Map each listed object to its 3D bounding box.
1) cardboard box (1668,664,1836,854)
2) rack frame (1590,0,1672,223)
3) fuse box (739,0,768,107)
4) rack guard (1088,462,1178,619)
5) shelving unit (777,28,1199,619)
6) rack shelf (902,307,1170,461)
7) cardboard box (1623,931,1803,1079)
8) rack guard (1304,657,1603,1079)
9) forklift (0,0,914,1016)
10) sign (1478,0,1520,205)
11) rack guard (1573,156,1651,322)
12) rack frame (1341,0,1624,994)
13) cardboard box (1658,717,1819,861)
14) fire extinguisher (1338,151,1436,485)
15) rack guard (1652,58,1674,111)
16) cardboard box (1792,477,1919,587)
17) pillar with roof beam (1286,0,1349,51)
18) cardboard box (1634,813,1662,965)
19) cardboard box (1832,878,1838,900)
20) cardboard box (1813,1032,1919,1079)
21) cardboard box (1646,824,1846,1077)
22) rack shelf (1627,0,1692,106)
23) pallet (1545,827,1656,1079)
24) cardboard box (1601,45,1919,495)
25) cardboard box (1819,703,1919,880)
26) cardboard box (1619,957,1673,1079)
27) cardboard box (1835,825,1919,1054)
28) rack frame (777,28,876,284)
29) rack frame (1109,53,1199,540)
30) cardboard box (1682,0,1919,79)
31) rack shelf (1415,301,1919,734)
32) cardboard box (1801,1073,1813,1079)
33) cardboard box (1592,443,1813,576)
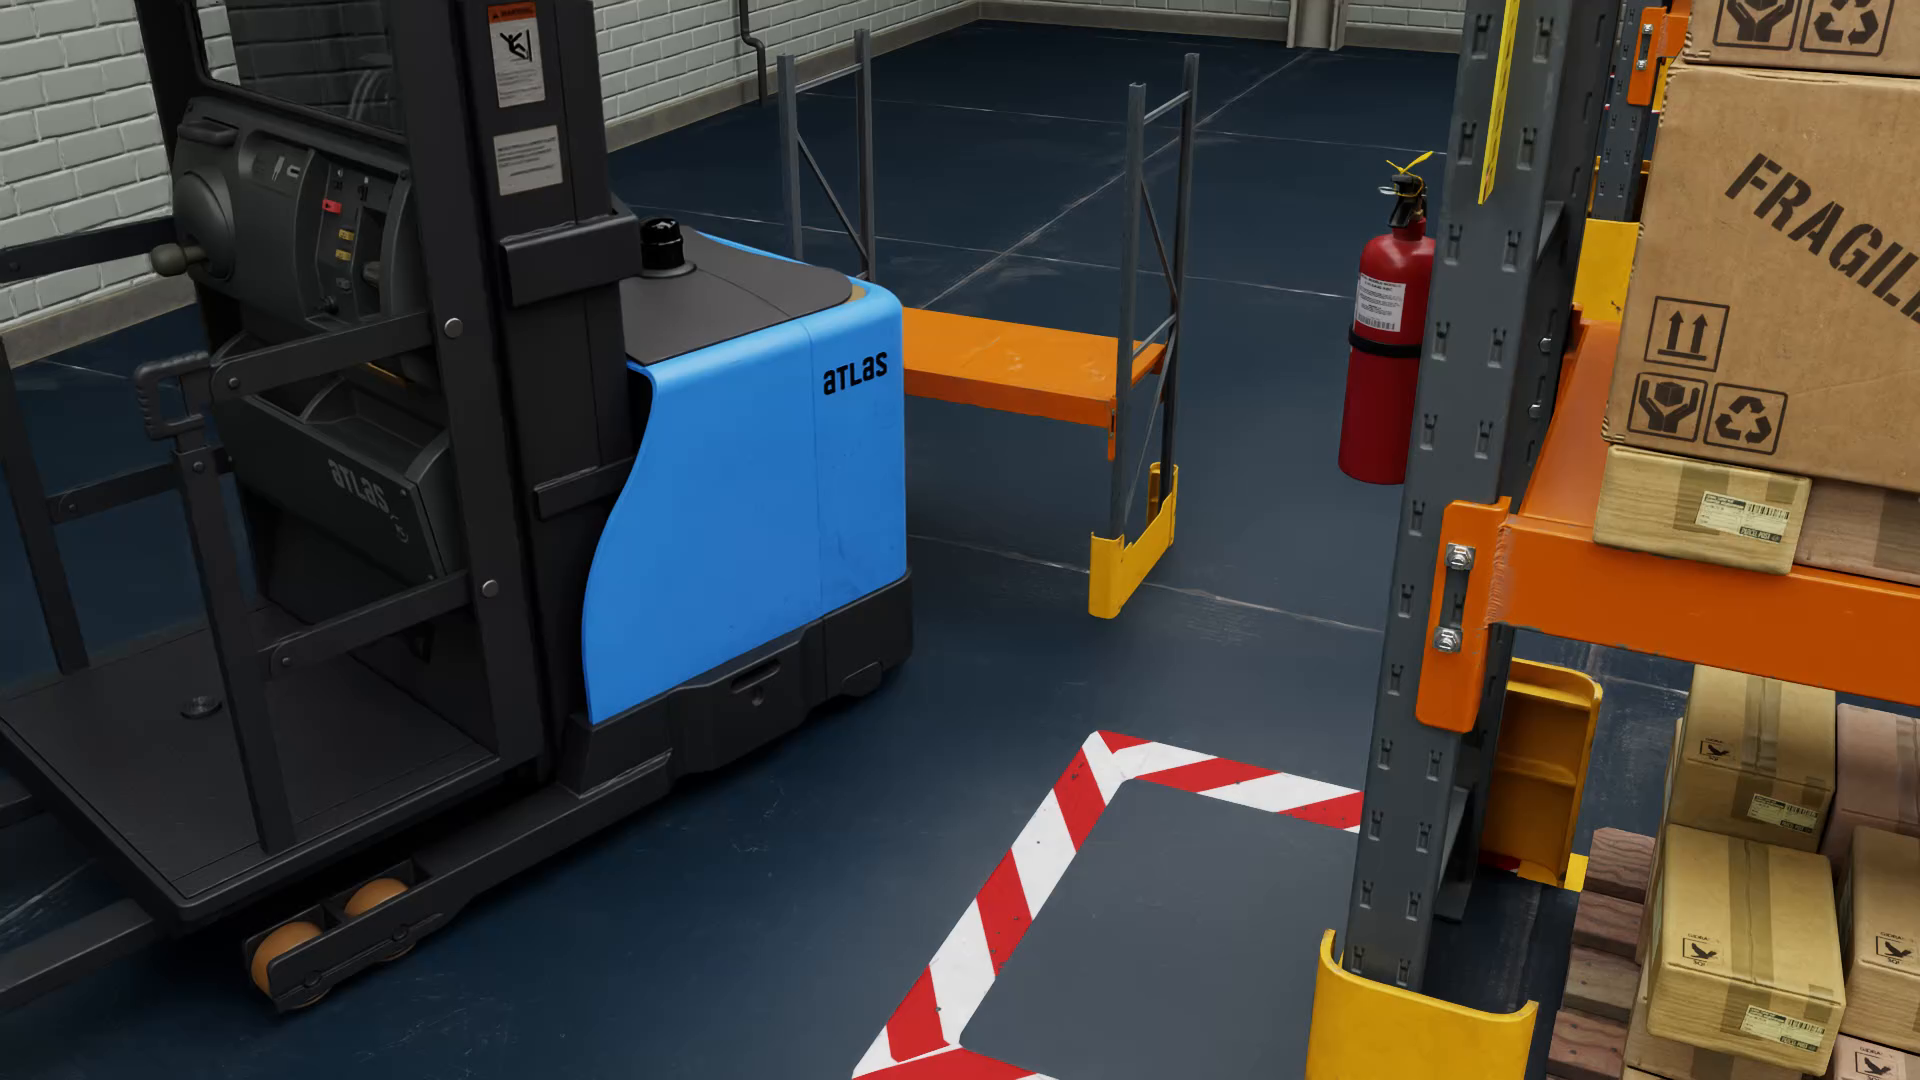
[{"bbox_3d":[1.488,0.401,3.118,0.250,0.149,0.380,12,29,22],"label":"cardboard box"},{"bbox_3d":[2.858,-2.427,6.783,0.127,3.000,1.000,11,28,22],"label":"rack frame"},{"bbox_3d":[-1.282,-3.688,10.804,0.414,1.711,0.539,11,28,22],"label":"fuse box"},{"bbox_3d":[0.523,-0.007,4.982,0.087,0.250,0.587,11,28,22],"label":"rack guard"},{"bbox_3d":[0.069,-0.659,4.890,1.083,1.500,0.587,11,28,22],"label":"shelving unit"},{"bbox_3d":[0.078,-0.496,4.966,1.000,0.185,0.538,11,28,22],"label":"rack shelf"},{"bbox_3d":[1.272,0.738,2.769,0.250,0.149,0.380,13,29,24],"label":"cardboard box"},{"bbox_3d":[0.970,0.718,3.226,0.348,0.500,1.175,11,28,22],"label":"rack guard"},{"bbox_3d":[-1.500,-0.631,3.214,1.130,2.935,3.031,23,34,38],"label":"forklift"},{"bbox_3d":[0.677,-0.588,2.068,0.005,0.325,0.100,11,28,22],"label":"sign"},{"bbox_3d":[2.836,-1.309,7.344,0.348,0.500,1.175,11,28,22],"label":"rack guard"},{"bbox_3d":[0.901,-0.418,2.702,0.127,3.000,1.000,11,28,22],"label":"rack frame"},{"bbox_3d":[1.500,0.521,3.211,0.250,0.149,0.380,11,28,20],"label":"cardboard box"},{"bbox_3d":[0.863,-0.447,3.272,0.183,0.674,0.296,11,28,22],"label":"fire extinguisher"},{"bbox_3d":[4.979,-3.288,11.362,0.348,0.500,1.175,11,28,22],"label":"rack guard"},{"bbox_3d":[1.309,-0.084,2.309,0.250,0.149,0.380,12,29,24],"label":"cardboard box"},{"bbox_3d":[1.046,-6.239,7.734,0.400,9.000,9.100,11,28,22],"label":"pillar with roof beam"},{"bbox_3d":[1.467,0.685,3.214,0.250,0.149,0.380,12,29,23],"label":"cardboard box"},{"bbox_3d":[1.715,0.591,3.070,0.250,0.149,0.380,11,28,21],"label":"cardboard box"},{"bbox_3d":[1.498,0.811,2.622,0.250,0.149,0.380,11,28,22],"label":"cardboard box"},{"bbox_3d":[1.238,0.638,2.636,0.250,0.149,0.380,10,28,19],"label":"cardboard box"},{"bbox_3d":[4.679,-1.738,6.199,4.000,0.370,1.077,11,28,22],"label":"rack shelf"},{"bbox_3d":[1.695,1.010,2.960,1.213,0.211,1.003,11,28,22],"label":"pallet"},{"bbox_3d":[1.196,-0.403,2.222,0.500,0.500,0.500,13,29,24],"label":"cardboard box"},{"bbox_3d":[1.693,0.470,2.978,0.250,0.149,0.380,12,29,23],"label":"cardboard box"},{"bbox_3d":[1.246,0.897,2.783,0.250,0.149,0.380,12,29,23],"label":"cardboard box"},{"bbox_3d":[1.538,0.640,2.632,0.250,0.149,0.380,12,29,23],"label":"cardboard box"},{"bbox_3d":[-0.385,-0.750,5.076,0.032,1.500,0.500,11,28,22],"label":"rack frame"},{"bbox_3d":[0.540,-0.564,4.698,0.032,1.500,0.500,11,28,22],"label":"rack frame"},{"bbox_3d":[1.200,-0.856,2.010,0.500,0.500,0.500,11,28,21],"label":"cardboard box"},{"bbox_3d":[2.722,0.271,2.119,4.000,0.370,1.077,11,28,22],"label":"rack shelf"},{"bbox_3d":[1.518,0.912,2.753,0.250,0.149,0.380,11,28,22],"label":"cardboard box"},{"bbox_3d":[1.060,-0.114,2.370,0.250,0.149,0.380,11,28,21],"label":"cardboard box"}]
